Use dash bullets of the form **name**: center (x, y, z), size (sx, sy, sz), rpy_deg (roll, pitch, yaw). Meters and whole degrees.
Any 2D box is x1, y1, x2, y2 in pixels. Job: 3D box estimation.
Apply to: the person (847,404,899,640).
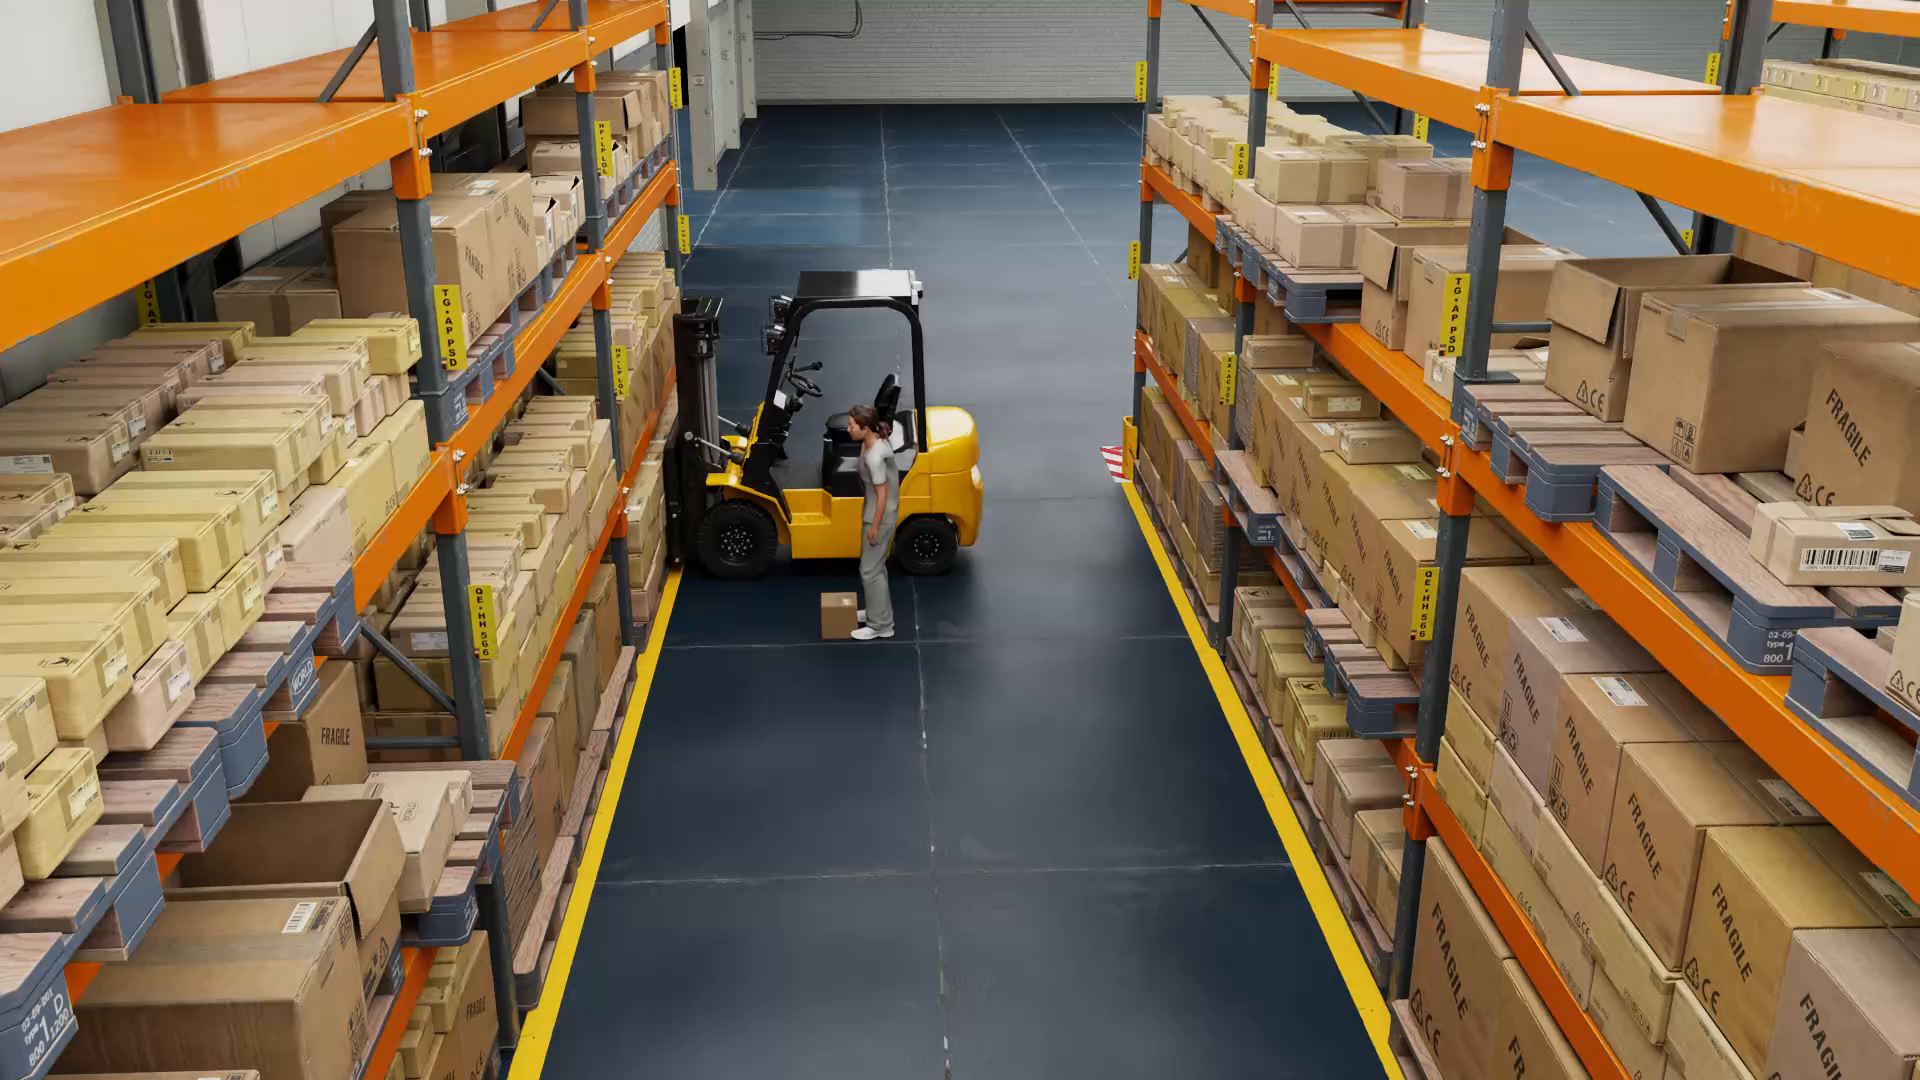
- **person**: center (-0.598, -0.143, 11.463), size (0.362, 1.671, 0.498), rpy_deg (-2, 21, -5)
